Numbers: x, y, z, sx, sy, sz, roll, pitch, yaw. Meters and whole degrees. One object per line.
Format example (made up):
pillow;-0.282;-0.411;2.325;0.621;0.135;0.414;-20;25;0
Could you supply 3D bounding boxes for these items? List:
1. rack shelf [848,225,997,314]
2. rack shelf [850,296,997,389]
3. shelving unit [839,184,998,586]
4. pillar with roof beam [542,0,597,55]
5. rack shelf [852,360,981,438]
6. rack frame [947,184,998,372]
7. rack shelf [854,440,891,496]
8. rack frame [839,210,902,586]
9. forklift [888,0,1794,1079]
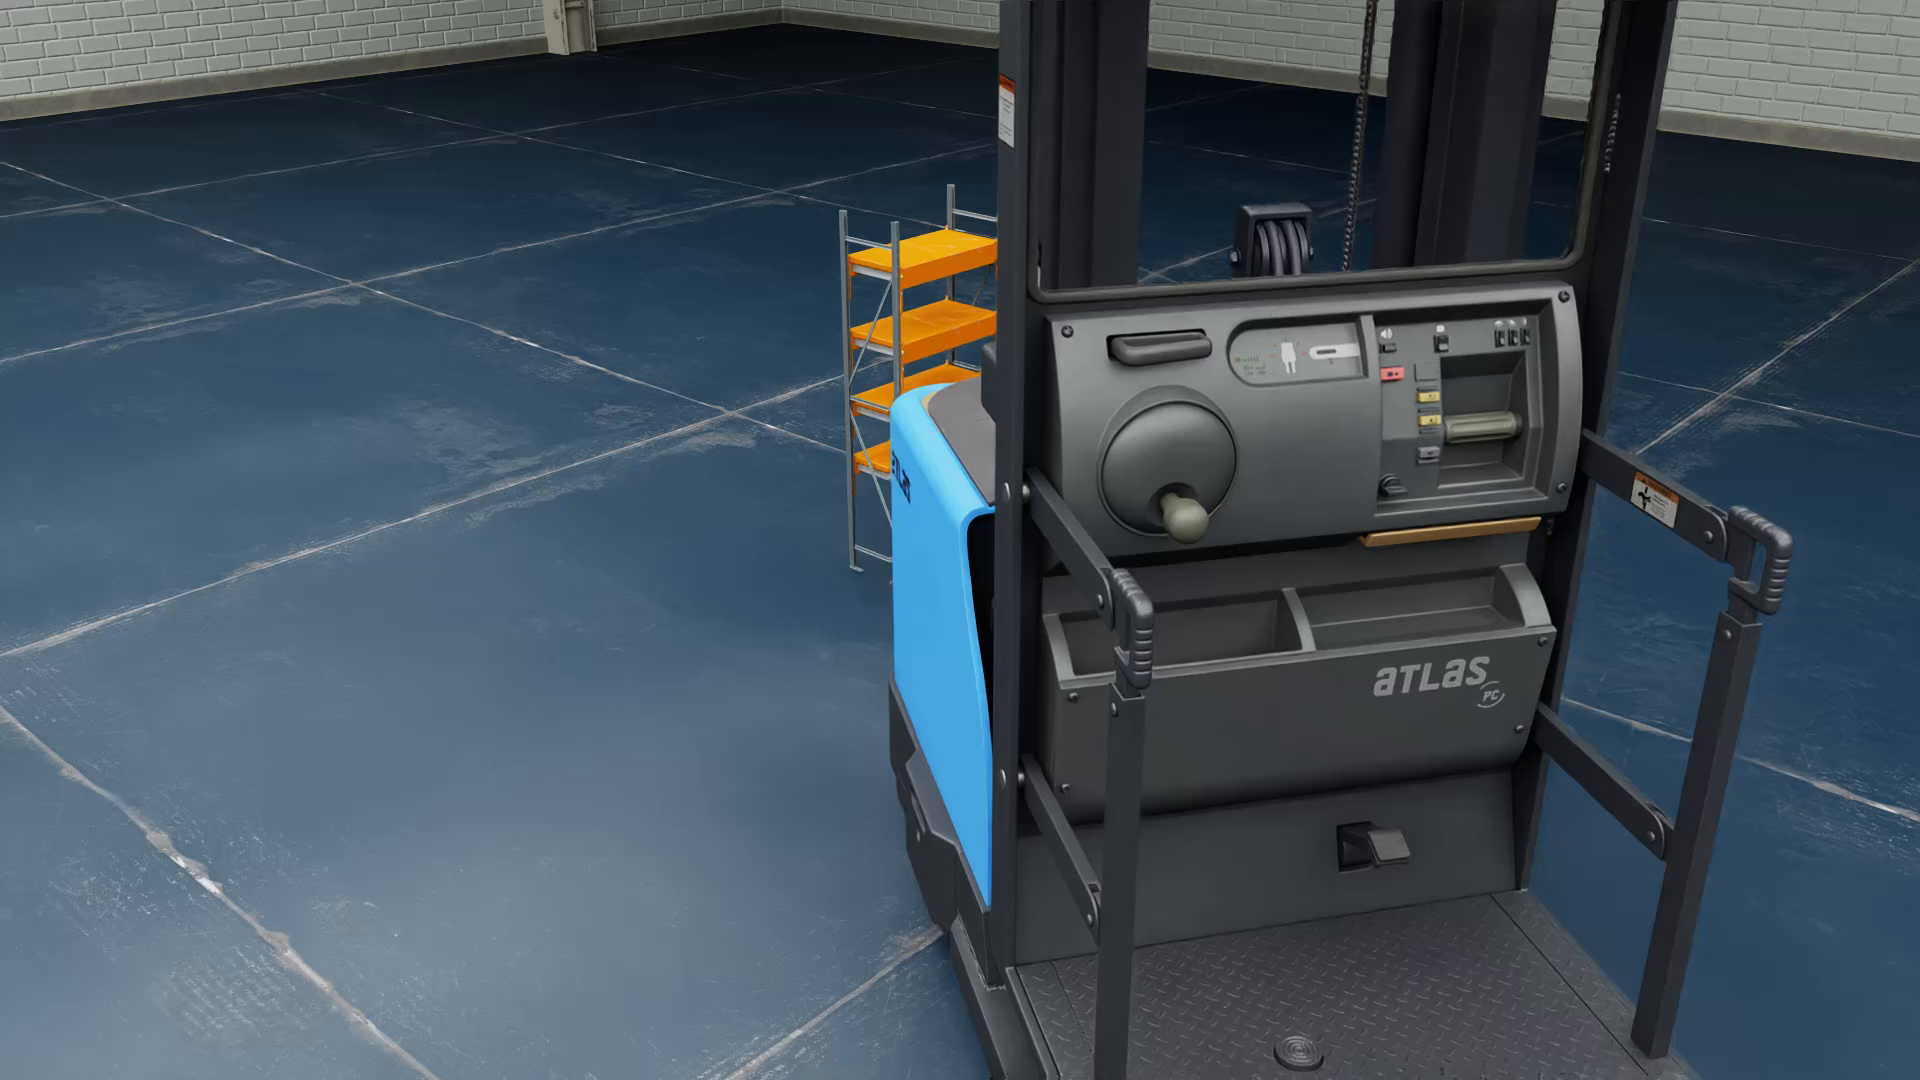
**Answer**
rack shelf;-0.110;-0.856;5.231;0.258;0.148;0.480;20;31;38
rack shelf;-0.110;-0.640;5.328;0.258;0.148;0.480;20;31;38
shelving unit;-0.110;-0.497;5.392;0.258;1.200;0.503;20;31;38
pillar with roof beam;-0.684;-7.833;12.221;9.100;9.000;0.400;20;31;38
rack shelf;-0.110;-0.436;5.420;0.258;0.148;0.480;20;31;38
rack frame;0.052;-0.571;5.558;0.240;1.200;0.015;20;31;38
rack shelf;-0.110;-0.254;5.501;0.258;0.148;0.480;20;31;38
rack frame;-0.273;-0.423;5.226;0.240;1.200;0.015;20;31;38
forklift;0.656;-0.183;2.575;1.130;2.935;3.031;-6;25;-12
